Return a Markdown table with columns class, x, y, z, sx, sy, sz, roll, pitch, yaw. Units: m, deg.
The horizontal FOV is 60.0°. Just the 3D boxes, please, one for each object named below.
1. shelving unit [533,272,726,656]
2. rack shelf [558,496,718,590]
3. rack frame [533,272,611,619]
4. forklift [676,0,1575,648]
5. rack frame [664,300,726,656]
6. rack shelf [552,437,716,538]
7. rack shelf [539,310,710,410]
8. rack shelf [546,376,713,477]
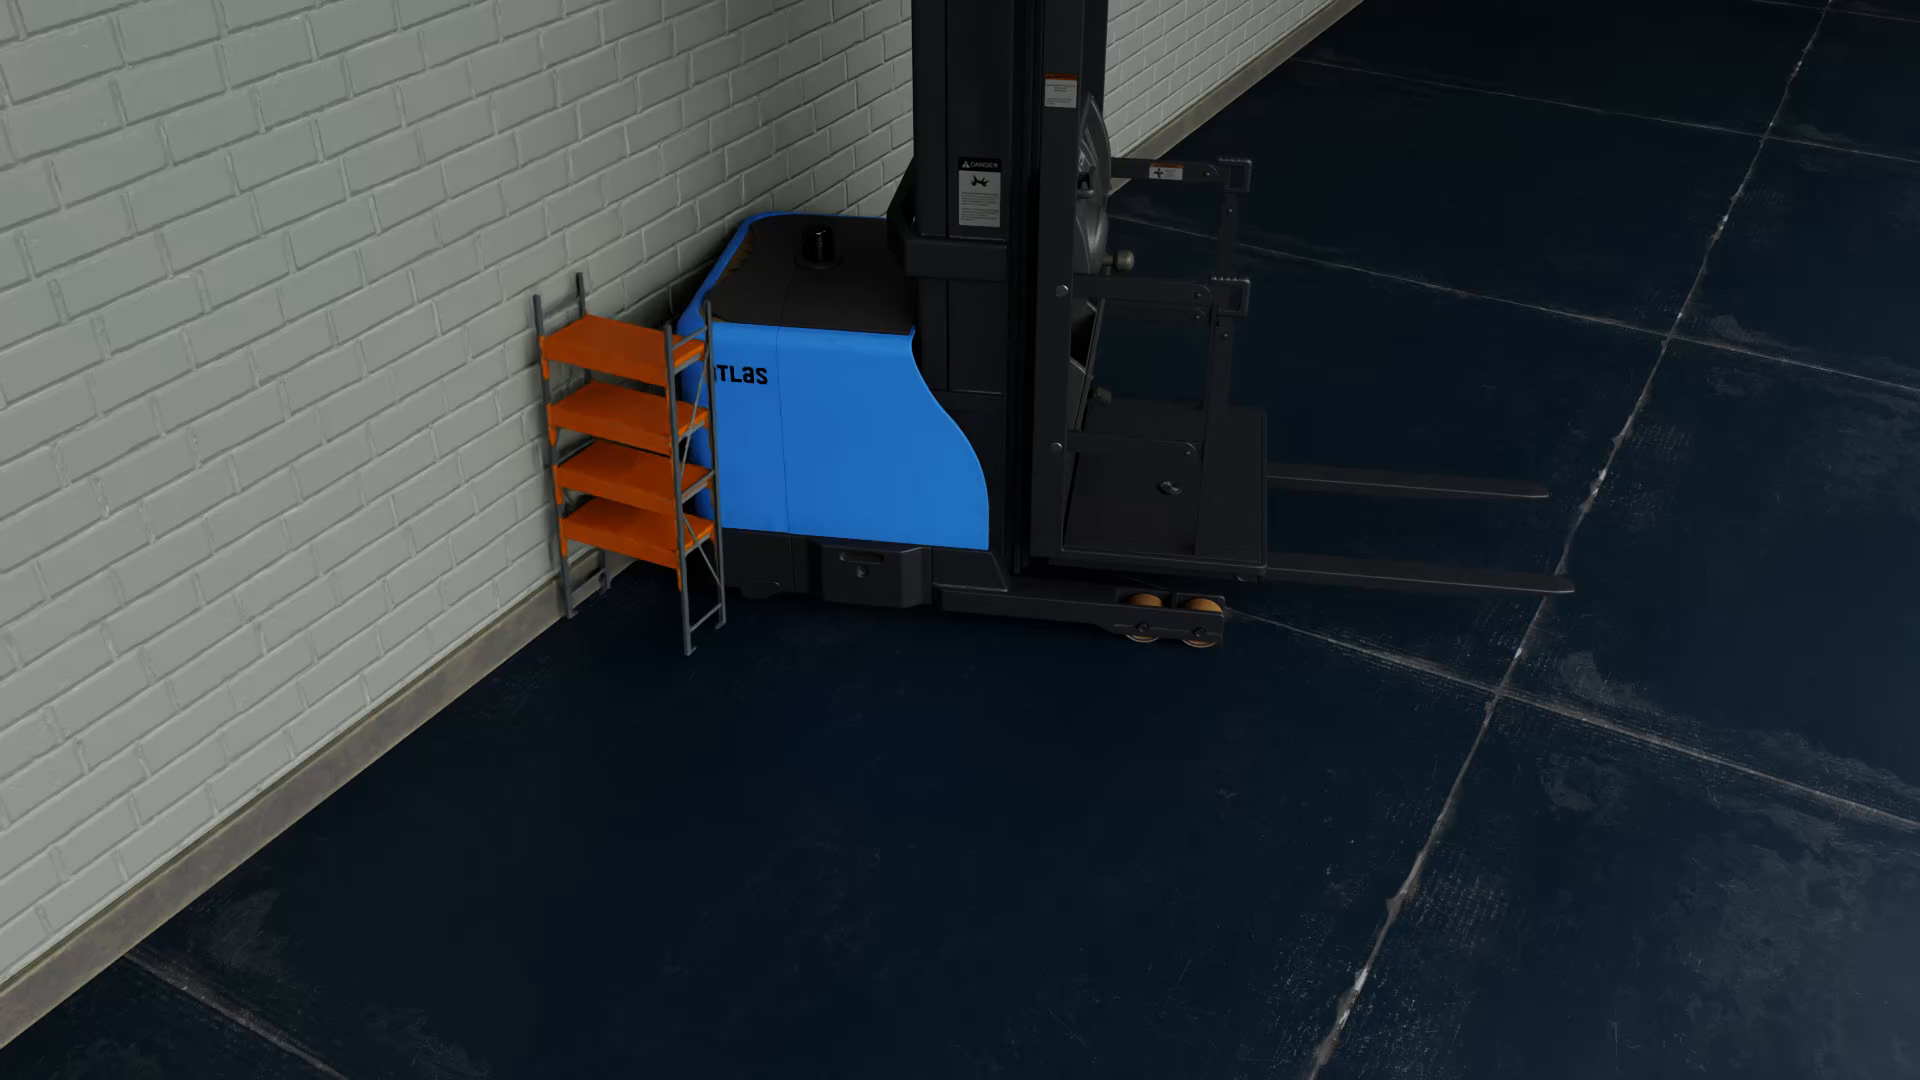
| class | x | y | z | sx | sy | sz | roll | pitch | yaw |
| --- | --- | --- | --- | --- | --- | --- | --- | --- | --- |
| shelving unit | -1.078 | -0.239 | 5.510 | 0.503 | 1.200 | 0.258 | 15 | 32 | 21 |
| rack shelf | -1.086 | -0.009 | 5.644 | 0.480 | 0.148 | 0.258 | 15 | 32 | 21 |
| rack frame | -1.299 | -0.297 | 5.597 | 0.015 | 1.200 | 0.240 | 15 | 32 | 21 |
| forklift | 0.619 | -1.168 | 5.360 | 3.031 | 2.935 | 1.130 | 5 | 34 | 7 |
| rack frame | -0.858 | -0.181 | 5.424 | 0.015 | 1.200 | 0.240 | 15 | 32 | 21 |
| rack shelf | -1.080 | -0.180 | 5.544 | 0.480 | 0.148 | 0.258 | 15 | 32 | 21 |
| rack shelf | -1.066 | -0.579 | 5.314 | 0.480 | 0.148 | 0.258 | 15 | 32 | 21 |
| rack shelf | -1.073 | -0.374 | 5.432 | 0.480 | 0.148 | 0.258 | 15 | 32 | 21 |
